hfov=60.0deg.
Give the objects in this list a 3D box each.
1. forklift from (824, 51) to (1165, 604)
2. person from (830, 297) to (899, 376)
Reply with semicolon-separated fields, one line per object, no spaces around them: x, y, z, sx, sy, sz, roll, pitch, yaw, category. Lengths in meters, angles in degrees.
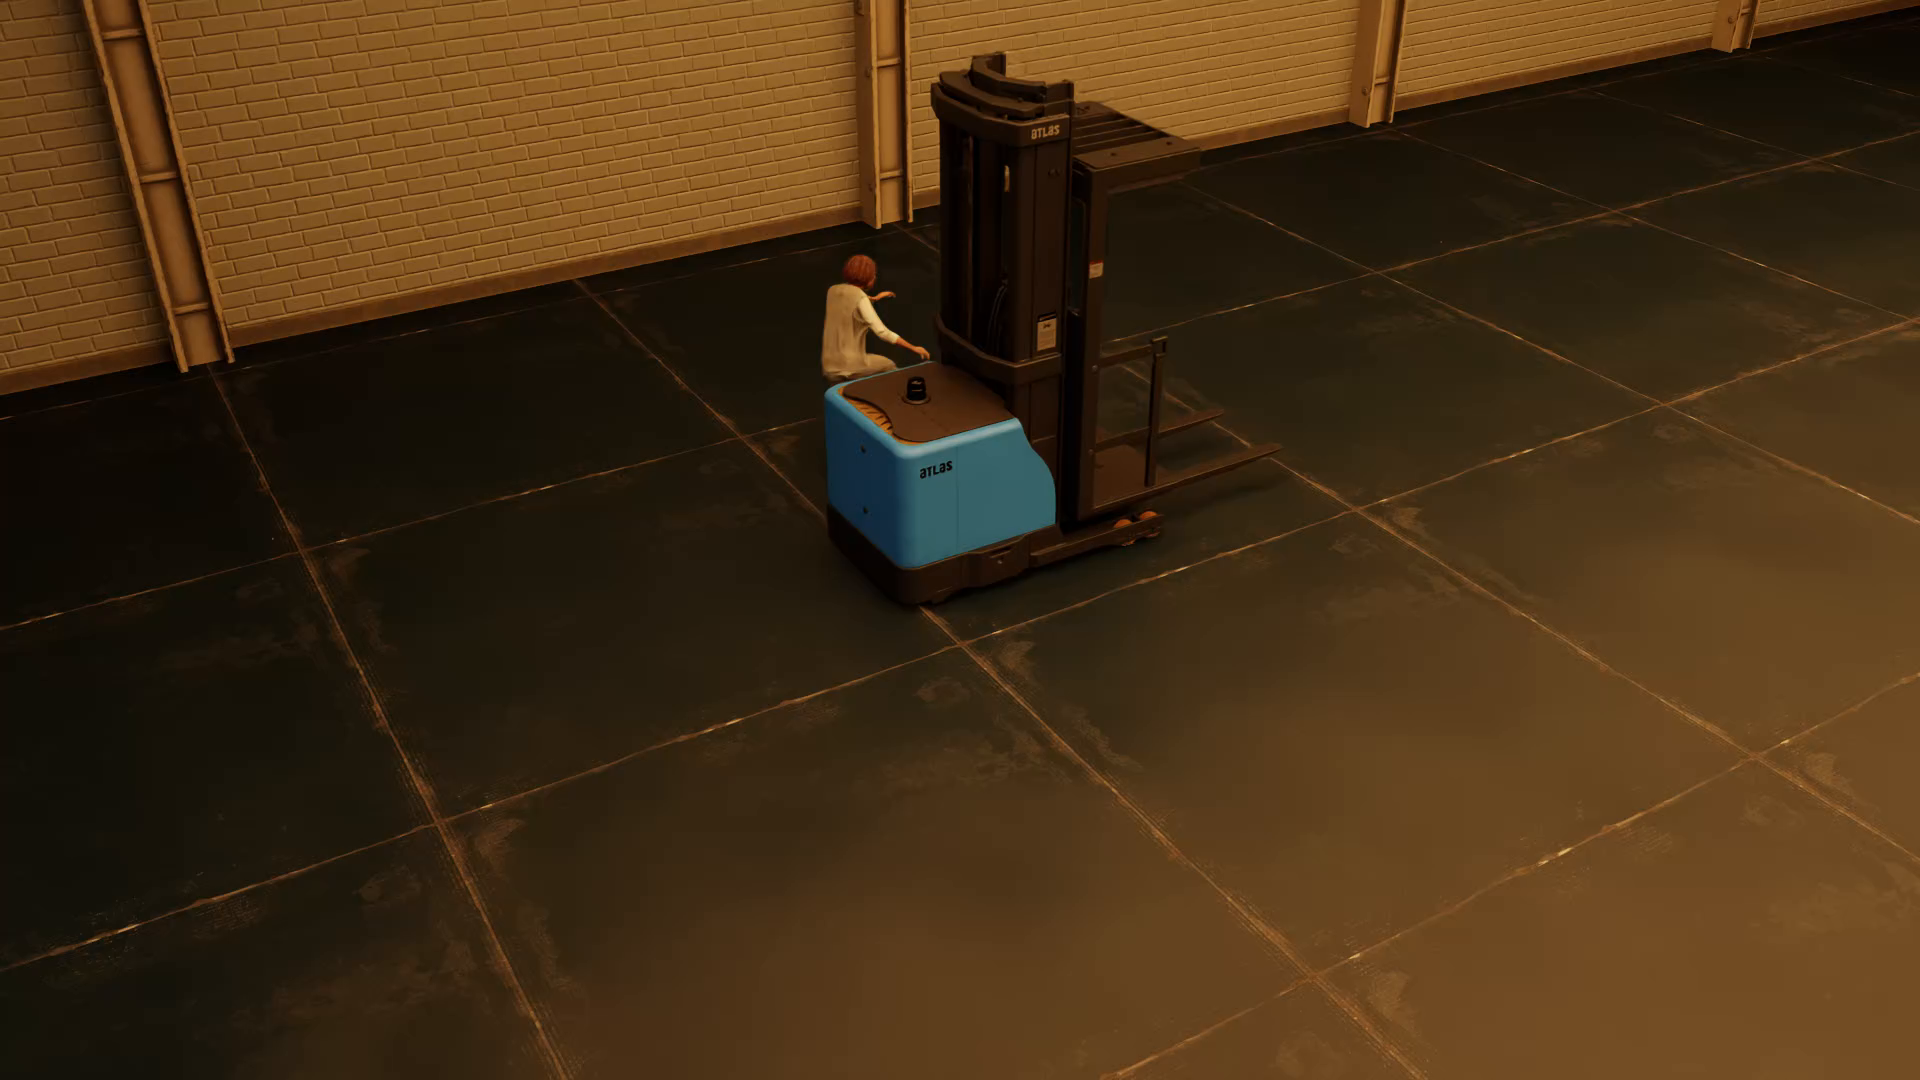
0.698;-1.433;10.040;3.031;2.935;1.130;-17;35;-27;forklift
-0.619;-1.124;11.222;0.771;1.178;0.665;17;35;26;person
